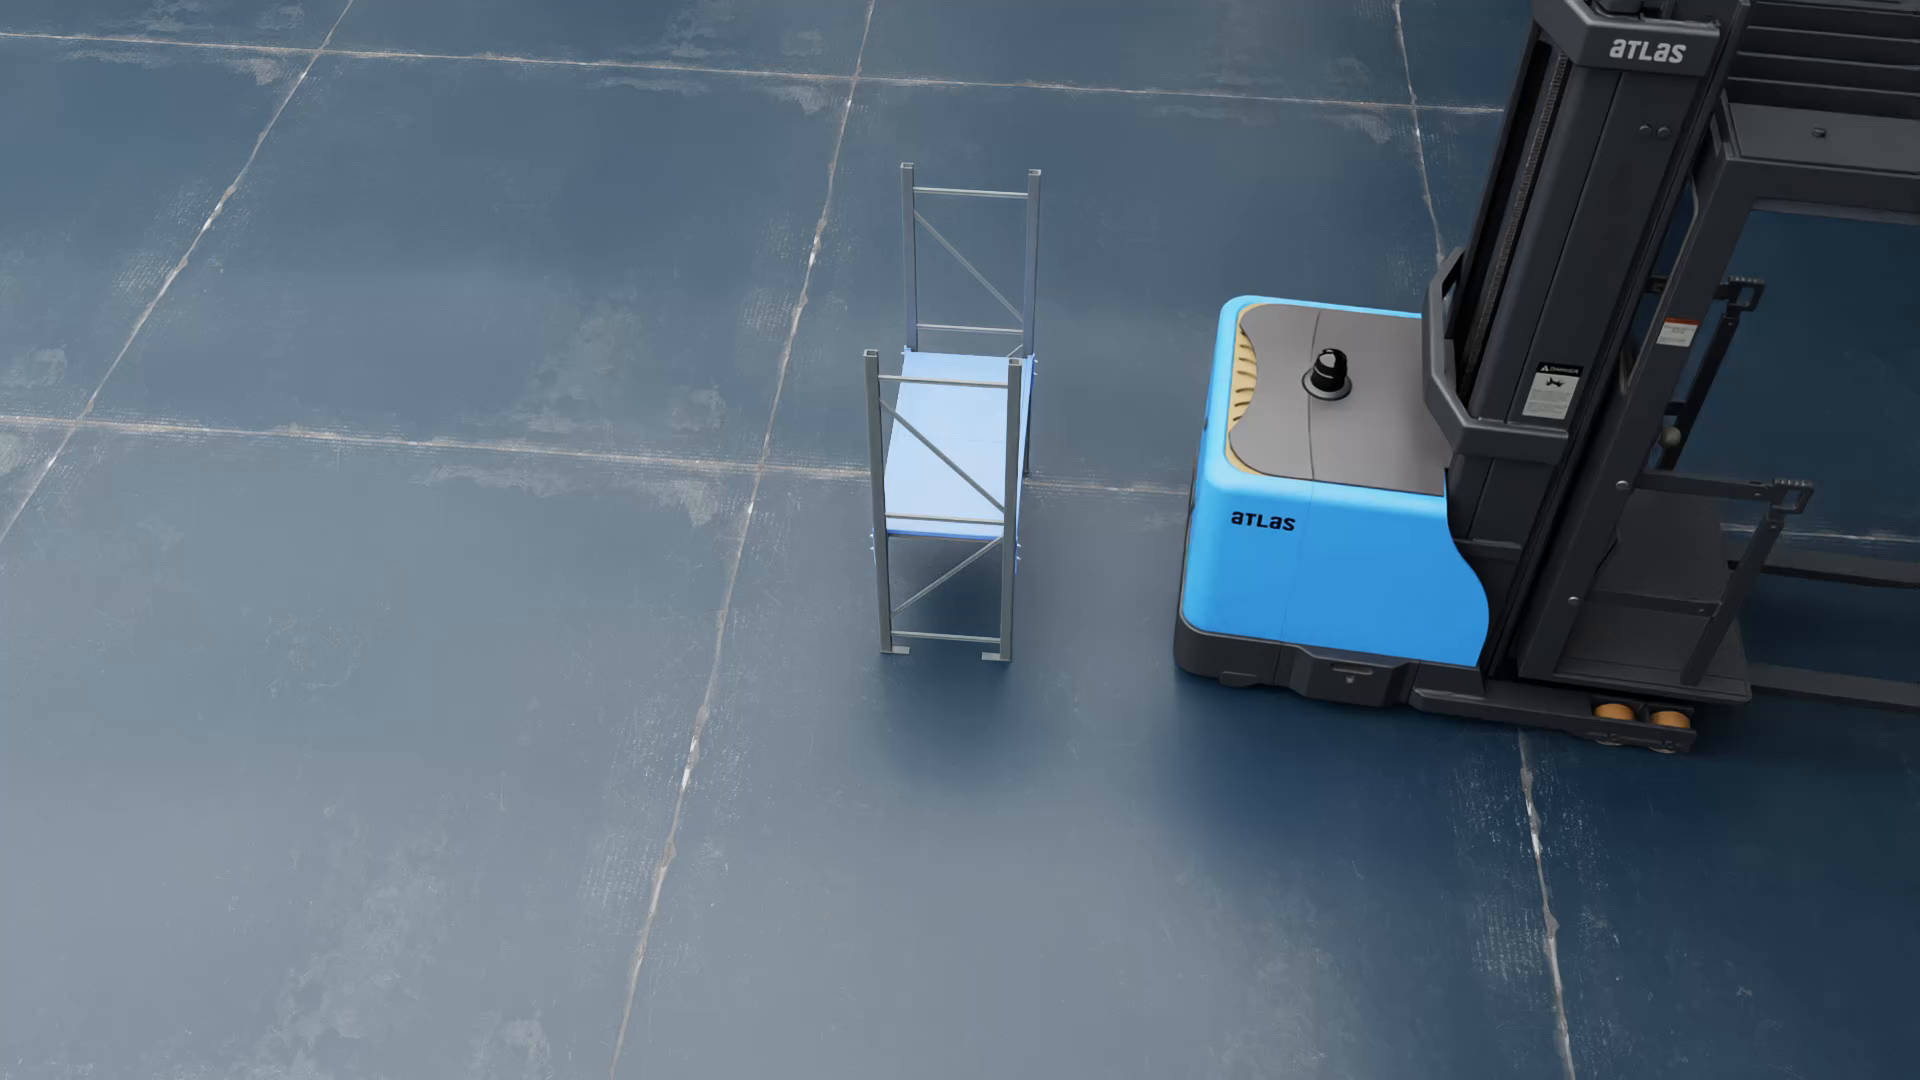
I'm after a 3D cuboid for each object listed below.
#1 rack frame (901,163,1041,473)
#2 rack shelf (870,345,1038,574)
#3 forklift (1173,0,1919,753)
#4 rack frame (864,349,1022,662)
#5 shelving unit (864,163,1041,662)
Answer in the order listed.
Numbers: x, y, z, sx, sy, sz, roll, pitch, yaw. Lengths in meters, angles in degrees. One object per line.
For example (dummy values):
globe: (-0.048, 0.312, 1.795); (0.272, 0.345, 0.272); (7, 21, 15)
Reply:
rack frame: (0.039, -0.817, 6.481); (0.500, 1.500, 0.032); (4, 48, 4)
rack shelf: (-0.008, -0.322, 6.272); (0.538, 0.185, 1.000); (4, 48, 4)
forklift: (2.368, -0.642, 5.351); (3.031, 2.935, 1.130); (7, 48, 7)
rack frame: (-0.054, -0.070, 5.798); (0.500, 1.500, 0.032); (4, 48, 4)
shelving unit: (-0.008, -0.443, 6.139); (0.538, 1.500, 1.048); (4, 48, 4)
